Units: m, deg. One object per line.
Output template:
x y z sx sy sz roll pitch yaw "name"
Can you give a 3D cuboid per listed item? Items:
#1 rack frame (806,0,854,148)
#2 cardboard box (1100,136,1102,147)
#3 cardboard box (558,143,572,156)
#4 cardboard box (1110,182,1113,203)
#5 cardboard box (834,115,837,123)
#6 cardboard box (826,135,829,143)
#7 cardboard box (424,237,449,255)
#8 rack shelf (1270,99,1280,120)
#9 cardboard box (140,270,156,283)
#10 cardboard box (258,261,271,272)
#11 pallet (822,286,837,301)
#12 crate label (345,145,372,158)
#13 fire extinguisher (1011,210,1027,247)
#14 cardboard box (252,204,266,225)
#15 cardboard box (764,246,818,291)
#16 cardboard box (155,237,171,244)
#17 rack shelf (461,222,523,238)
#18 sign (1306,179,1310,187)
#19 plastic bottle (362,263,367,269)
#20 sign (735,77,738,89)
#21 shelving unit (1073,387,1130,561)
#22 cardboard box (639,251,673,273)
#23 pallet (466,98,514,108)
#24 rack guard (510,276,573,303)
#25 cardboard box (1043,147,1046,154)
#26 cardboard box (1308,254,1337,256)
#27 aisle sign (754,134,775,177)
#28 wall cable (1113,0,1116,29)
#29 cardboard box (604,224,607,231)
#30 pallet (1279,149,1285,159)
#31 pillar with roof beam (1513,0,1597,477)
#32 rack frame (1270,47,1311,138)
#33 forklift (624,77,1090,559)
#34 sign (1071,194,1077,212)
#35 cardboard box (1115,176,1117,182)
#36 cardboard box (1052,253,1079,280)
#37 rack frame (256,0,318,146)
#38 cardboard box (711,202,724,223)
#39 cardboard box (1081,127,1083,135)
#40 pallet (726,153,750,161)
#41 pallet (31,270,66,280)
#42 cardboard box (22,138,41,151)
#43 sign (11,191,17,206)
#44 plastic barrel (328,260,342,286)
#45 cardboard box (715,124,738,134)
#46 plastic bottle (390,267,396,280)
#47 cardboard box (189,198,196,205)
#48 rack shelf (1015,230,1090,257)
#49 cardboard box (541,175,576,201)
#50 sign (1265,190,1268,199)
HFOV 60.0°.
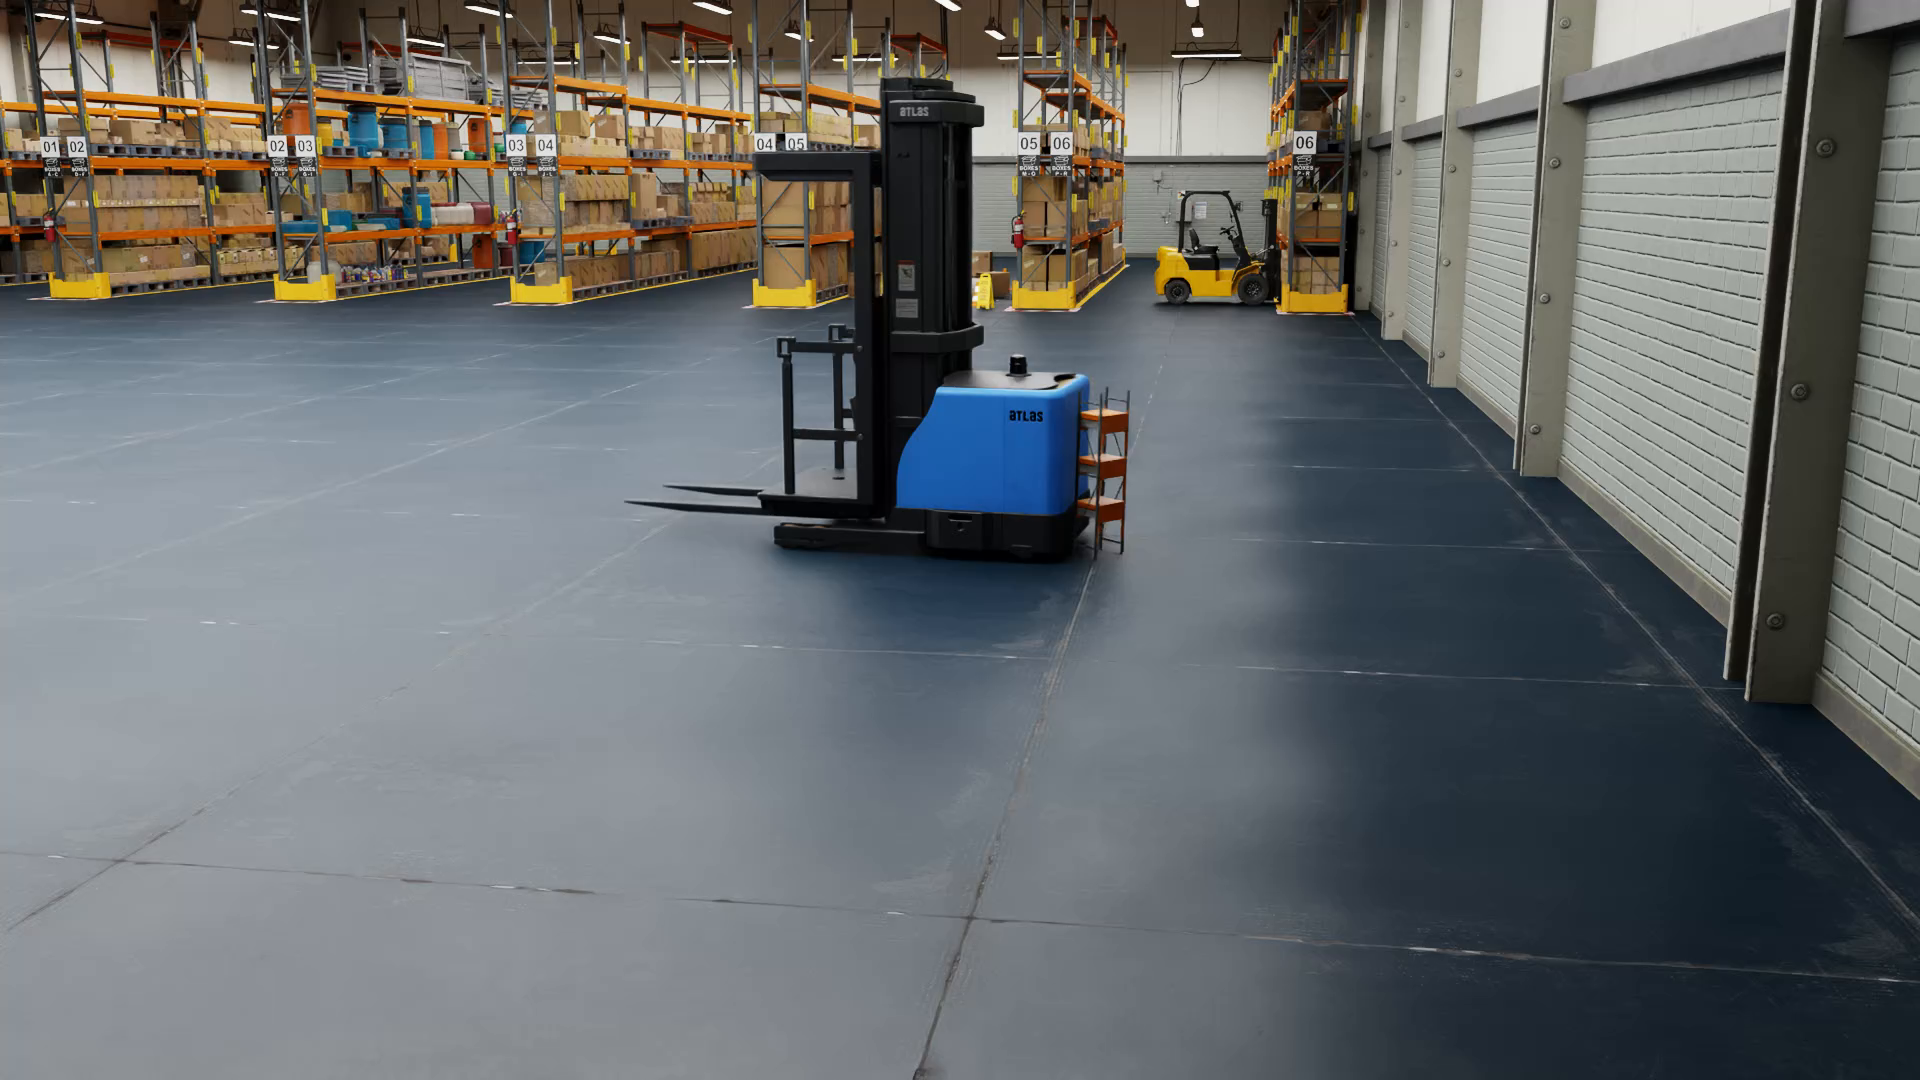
-2.729 -9.712 34.698 1.000 3.000 0.127 2 12 9 "rack frame"
2.741 -8.453 35.334 0.500 0.250 0.500 2 12 8 "cardboard box"
-7.900 -7.613 32.436 0.500 0.250 0.500 2 12 10 "cardboard box"
3.515 -8.634 41.325 0.500 0.500 0.500 2 12 10 "cardboard box"
-2.665 -8.418 33.282 0.380 0.149 0.250 2 12 8 "cardboard box"
-2.780 -7.868 32.624 0.380 0.149 0.250 2 12 8 "cardboard box"
-15.397 -8.653 48.913 0.500 0.500 0.500 2 12 9 "cardboard box"
8.621 -11.141 43.045 1.077 0.370 4.000 2 12 9 "rack shelf"
-17.564 -5.624 35.499 0.500 0.250 0.500 2 12 9 "cardboard box"
-16.859 -6.540 39.750 0.500 0.250 0.500 2 12 10 "cardboard box"
-3.108 -5.006 33.720 1.003 0.211 1.213 2 12 9 "pallet"
-12.509 -8.061 34.513 0.502 0.251 0.408 2 12 9 "crate label"
1.090 -5.761 30.787 0.296 0.674 0.183 2 12 9 "fire extinguisher"
-17.029 -7.815 39.897 0.500 0.500 0.500 1 12 6 "cardboard box"
-3.305 -5.257 32.311 0.875 0.875 0.875 2 12 9 "cardboard box"
-21.298 -7.761 43.990 0.750 0.750 0.750 2 12 8 "cardboard box"
-11.585 -8.019 42.790 1.077 0.370 4.000 2 12 9 "rack shelf"
9.474 -9.676 45.274 0.100 0.325 0.005 2 12 9 "sign"
-13.042 -5.887 36.434 0.144 0.351 0.185 2 12 10 "plastic bottle"
-6.316 -12.945 47.107 0.100 0.325 0.005 2 12 9 "sign"
0.884 -0.417 10.420 0.252 1.050 0.215 -11 18 -41 "shelving unit"
-7.155 -6.531 39.067 0.700 0.500 0.500 1 12 4 "cardboard box"
-11.752 -10.748 40.904 1.213 0.211 1.003 2 12 9 "pallet"
-8.218 -4.922 32.647 1.175 0.500 0.348 2 12 9 "rack guard"
1.422 -7.341 31.414 0.380 0.149 0.250 2 12 10 "cardboard box"
6.890 -5.299 31.618 0.500 0.250 0.500 2 12 8 "cardboard box"
-3.651 -7.212 31.169 0.394 0.787 0.004 2 12 9 "aisle sign"
3.584 -16.523 50.639 2.355 3.000 0.029 2 12 9 "wall cable"
-7.598 -6.525 34.748 0.380 0.149 0.250 2 12 9 "cardboard box"
7.682 -8.542 36.840 1.213 0.211 1.003 2 12 11 "pallet"
0.443 -5.088 13.243 9.100 9.000 0.400 2 12 9 "pillar with roof beam"
8.929 -11.911 44.900 1.000 3.000 0.127 2 12 9 "rack frame"
-0.709 -1.463 10.825 3.031 2.935 1.130 3 13 14 "forklift"
2.099 -6.213 30.647 0.100 0.325 0.005 2 12 9 "sign"
3.903 -9.430 43.479 0.380 0.149 0.250 2 12 7 "cardboard box"
2.039 -5.308 32.253 0.500 0.500 0.500 1 12 7 "cardboard box"
-13.123 -9.222 32.423 1.000 3.000 0.127 2 12 9 "rack frame"
-6.342 -8.357 42.415 0.500 0.500 0.500 2 12 8 "cardboard box"
2.201 -7.974 32.459 0.380 0.149 0.250 2 12 9 "cardboard box"
-6.248 -10.219 44.383 1.003 0.211 1.213 2 12 9 "pallet"
-21.994 -6.496 40.636 1.003 0.211 1.213 2 12 9 "pallet"
-22.040 -9.310 39.168 0.500 0.311 0.500 2 12 10 "cardboard box"
-21.760 -7.850 38.242 0.100 0.325 0.005 2 12 9 "sign"
-13.021 -5.522 34.404 0.421 0.512 0.421 0 12 0 "plastic barrel"
-6.233 -10.958 44.348 0.500 0.250 0.500 1 12 5 "cardboard box"
-12.336 -5.790 36.144 0.061 0.283 0.133 3 12 12 "plastic bottle"
-17.272 -7.534 37.054 0.380 0.149 0.250 2 12 7 "cardboard box"
1.870 -5.872 32.828 1.077 0.370 4.000 2 12 9 "rack shelf"
-7.875 -6.917 32.653 0.500 0.500 0.500 2 12 9 "cardboard box"
8.392 -9.419 45.522 0.100 0.325 0.005 2 12 9 "sign"
